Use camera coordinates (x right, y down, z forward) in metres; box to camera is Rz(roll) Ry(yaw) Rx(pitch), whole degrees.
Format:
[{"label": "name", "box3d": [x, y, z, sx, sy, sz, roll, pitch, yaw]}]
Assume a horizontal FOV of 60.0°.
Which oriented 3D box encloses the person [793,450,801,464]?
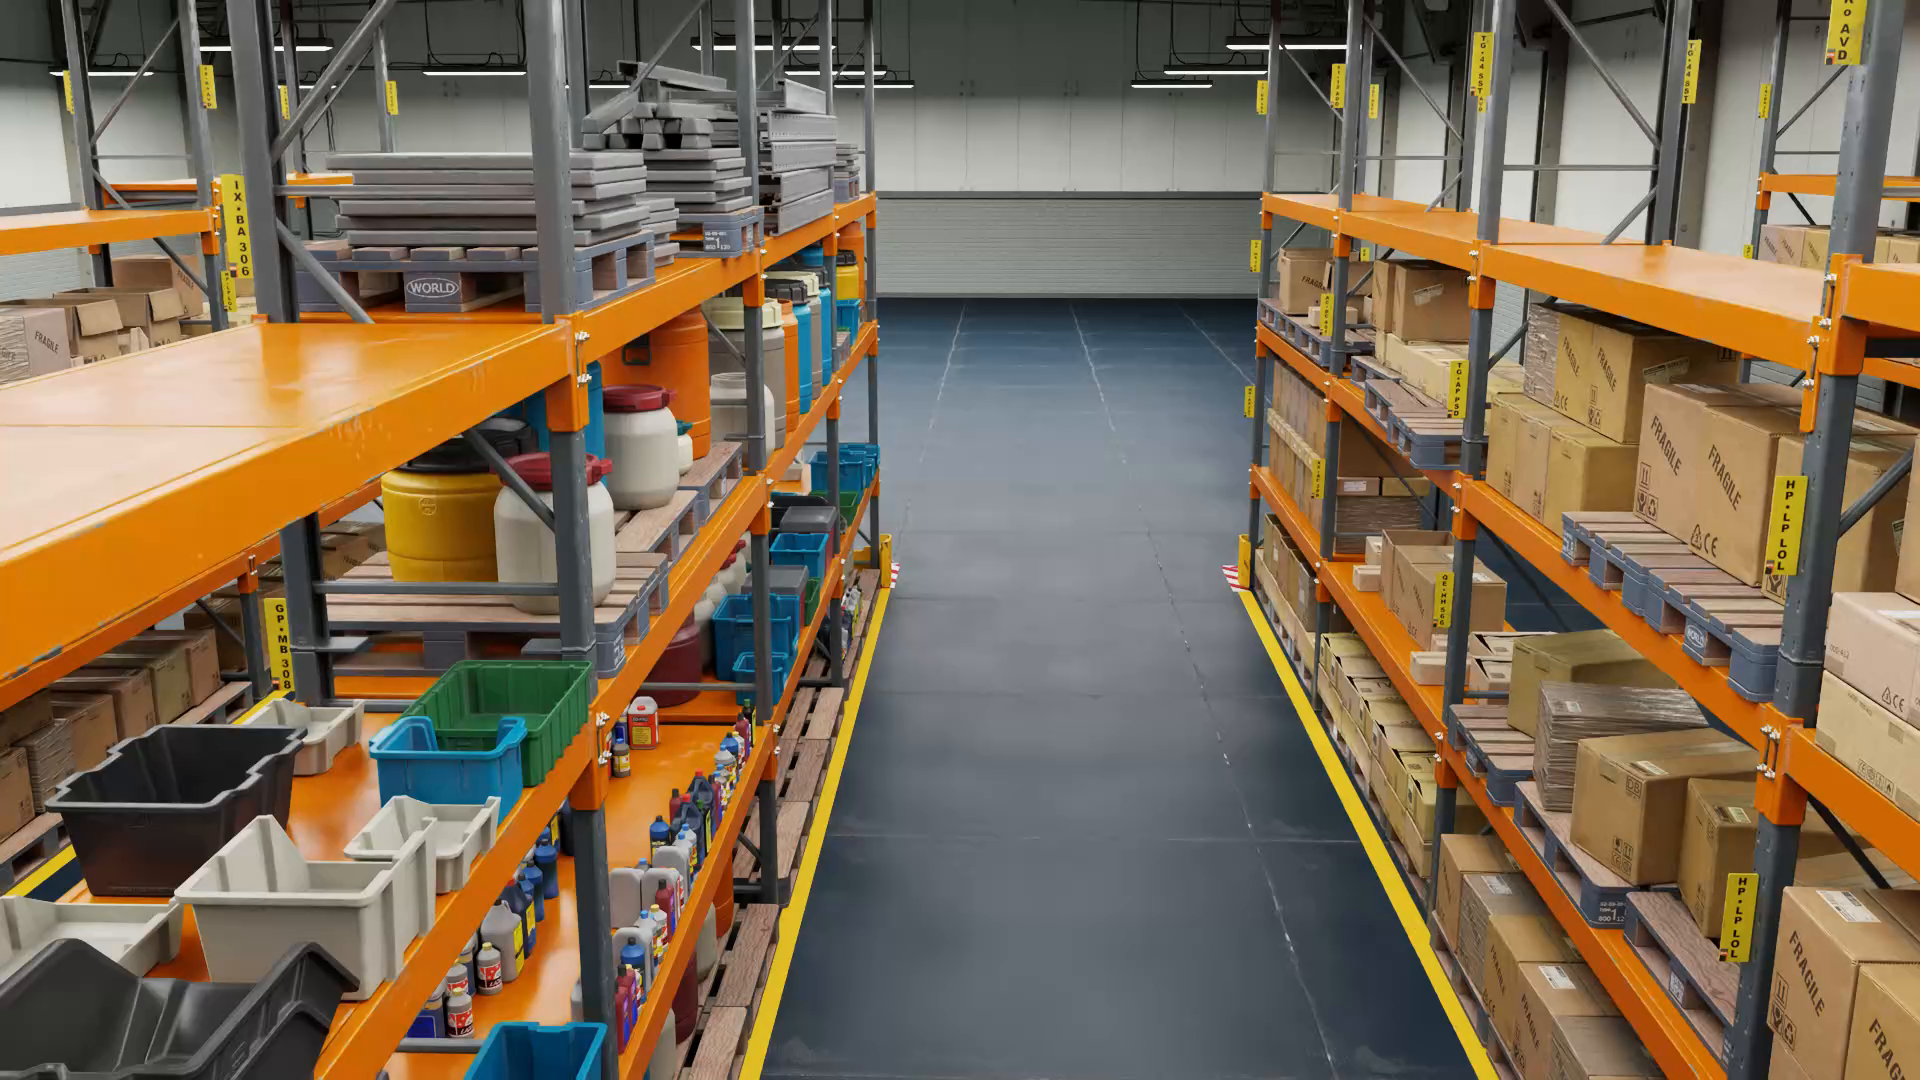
[{"label": "person", "box3d": [-1.984, -0.743, 19.010, 0.873, 1.754, 0.625, 2, 14, 10]}]
